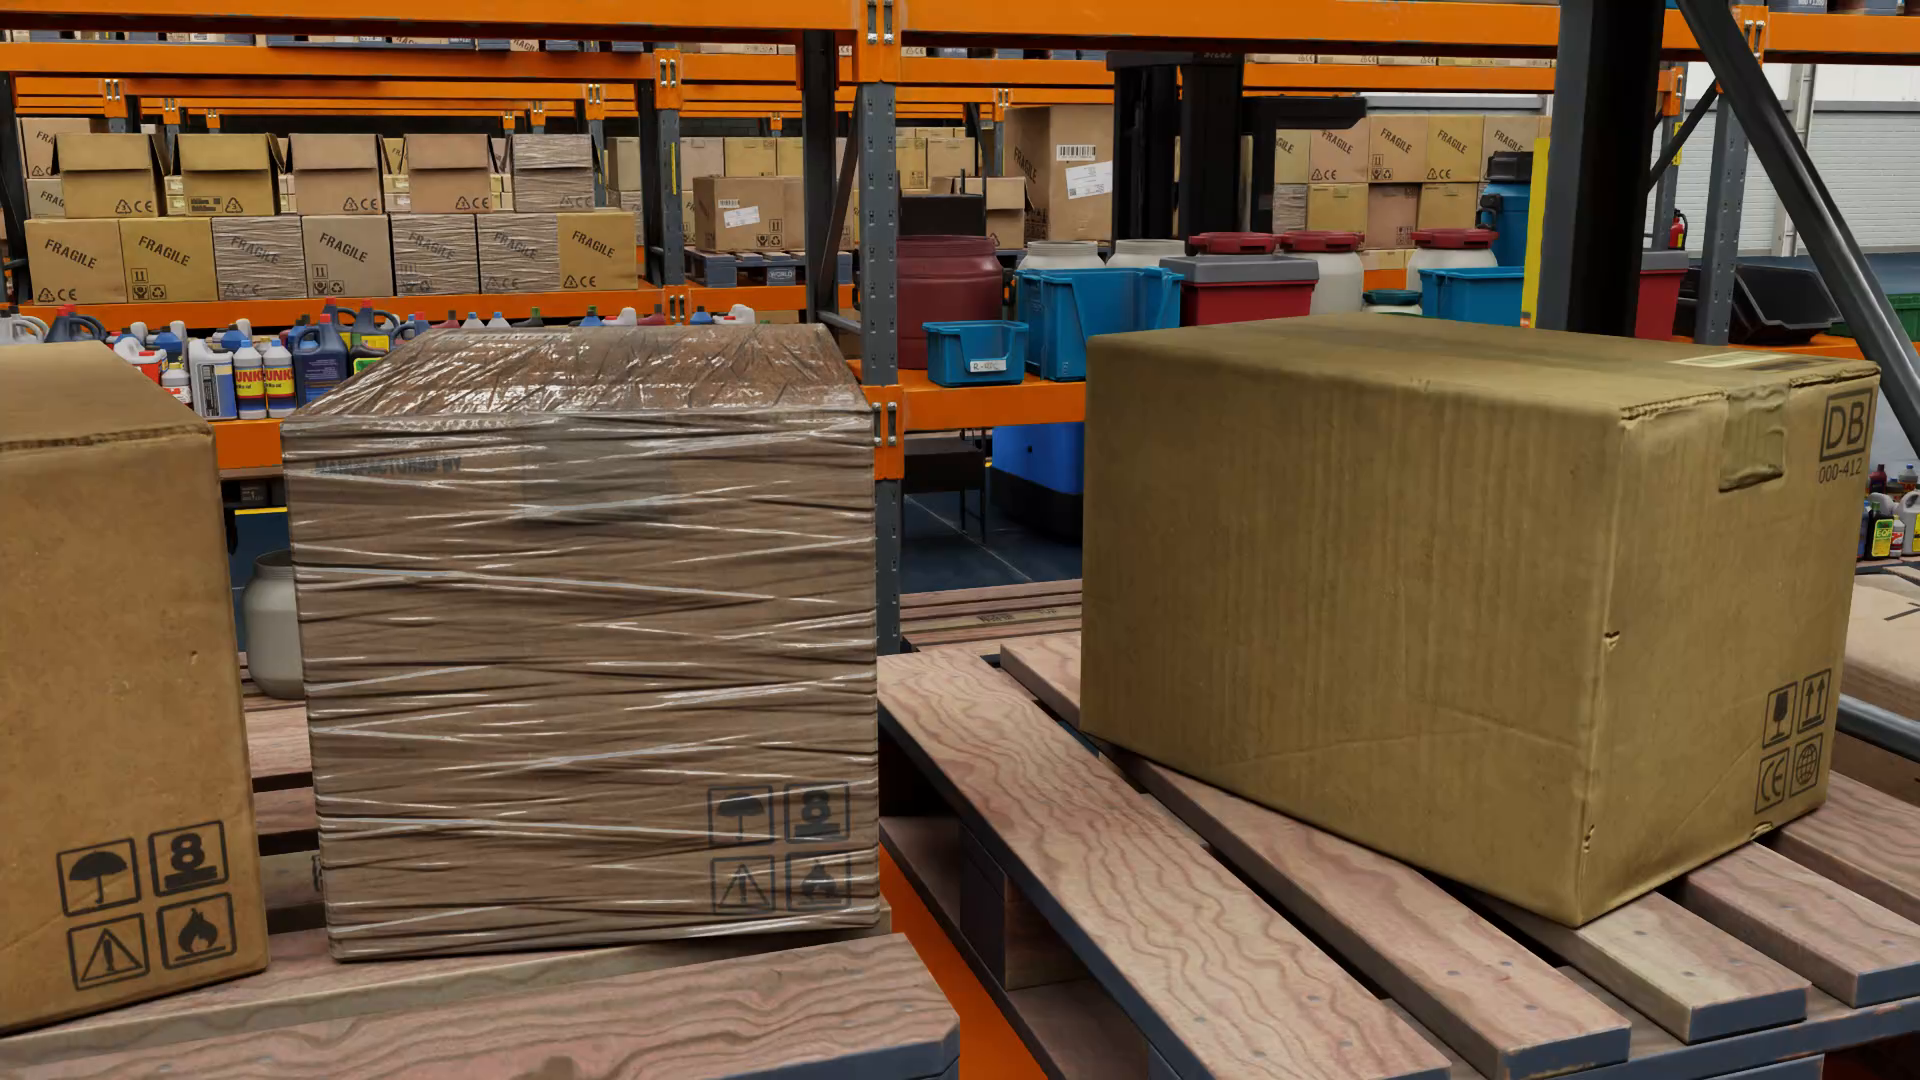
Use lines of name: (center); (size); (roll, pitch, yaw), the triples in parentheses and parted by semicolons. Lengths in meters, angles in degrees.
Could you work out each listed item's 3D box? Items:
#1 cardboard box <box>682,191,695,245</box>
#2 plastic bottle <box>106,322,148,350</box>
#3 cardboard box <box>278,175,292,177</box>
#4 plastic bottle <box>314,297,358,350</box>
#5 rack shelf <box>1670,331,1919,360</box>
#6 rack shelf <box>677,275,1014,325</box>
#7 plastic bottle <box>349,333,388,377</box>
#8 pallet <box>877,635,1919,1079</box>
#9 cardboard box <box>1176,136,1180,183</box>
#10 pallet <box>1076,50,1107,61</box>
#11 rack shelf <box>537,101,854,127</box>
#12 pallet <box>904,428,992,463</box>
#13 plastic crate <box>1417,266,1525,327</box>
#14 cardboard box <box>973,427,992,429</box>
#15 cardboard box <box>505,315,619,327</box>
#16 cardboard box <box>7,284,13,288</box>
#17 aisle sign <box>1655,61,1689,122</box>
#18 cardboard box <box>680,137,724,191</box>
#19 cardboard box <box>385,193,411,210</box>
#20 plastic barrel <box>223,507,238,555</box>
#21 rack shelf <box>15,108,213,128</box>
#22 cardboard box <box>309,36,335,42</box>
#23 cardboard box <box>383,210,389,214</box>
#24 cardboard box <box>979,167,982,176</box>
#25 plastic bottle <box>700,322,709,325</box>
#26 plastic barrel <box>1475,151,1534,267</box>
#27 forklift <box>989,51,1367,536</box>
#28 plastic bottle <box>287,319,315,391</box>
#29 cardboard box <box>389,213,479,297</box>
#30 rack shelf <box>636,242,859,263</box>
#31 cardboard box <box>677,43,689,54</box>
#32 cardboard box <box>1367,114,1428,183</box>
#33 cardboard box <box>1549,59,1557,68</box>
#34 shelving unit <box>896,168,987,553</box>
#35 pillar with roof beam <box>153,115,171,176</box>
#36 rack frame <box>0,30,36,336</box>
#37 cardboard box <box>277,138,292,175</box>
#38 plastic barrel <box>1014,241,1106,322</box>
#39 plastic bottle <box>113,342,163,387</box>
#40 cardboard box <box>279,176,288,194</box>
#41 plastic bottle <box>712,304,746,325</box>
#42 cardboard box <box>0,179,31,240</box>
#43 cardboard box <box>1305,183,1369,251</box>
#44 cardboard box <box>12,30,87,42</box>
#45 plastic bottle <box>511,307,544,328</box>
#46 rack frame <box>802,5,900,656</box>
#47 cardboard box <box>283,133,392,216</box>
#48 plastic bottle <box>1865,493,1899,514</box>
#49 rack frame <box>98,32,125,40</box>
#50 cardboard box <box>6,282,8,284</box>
cardboard box: (-2.530, -3.120, 16.060); (0.500, 0.500, 0.500); (-5, 14, -19)
plastic bottle: (-3.153, -0.686, 6.312); (0.135, 0.276, 0.152); (-4, 14, -18)
cardboard box: (-6.247, -3.266, 15.240); (0.250, 0.149, 0.380); (-5, 14, -18)
plastic bottle: (-2.437, -0.779, 6.542); (0.185, 0.351, 0.144); (-4, 14, -18)
rack shelf: (5.230, -0.970, 8.794); (4.000, 0.370, 1.077); (-4, 14, -18)
rack shelf: (-0.141, -1.761, 12.120); (4.000, 0.370, 1.077); (-4, 14, -18)
plastic bottle: (-2.089, -0.589, 5.890); (0.133, 0.283, 0.061); (-4, 14, -18)
pallet: (0.499, 0.368, 2.028); (1.003, 0.211, 1.213); (-4, 14, -18)
cardboard box: (2.169, -4.089, 17.693); (0.500, 0.550, 0.875); (-4, 14, -18)
pallet: (1.135, -3.605, 12.238); (1.003, 0.211, 1.213); (-4, 14, -18)
rack shelf: (-3.302, -5.394, 20.910); (4.000, 0.370, 1.077); (-4, 14, -18)
pallet: (-0.141, -0.754, 12.355); (1.213, 0.211, 1.003); (-4, 14, -18)
plastic crate: (2.388, -1.015, 7.463); (0.575, 0.384, 0.392); (-4, 14, -18)
cardboard box: (0.178, -1.144, 12.420); (0.500, 0.500, 0.700); (-6, 15, -23)
cardboard box: (-2.697, -1.088, 11.418); (0.875, 0.875, 1.225); (-5, 14, -21)
cardboard box: (-11.321, -2.645, 18.908); (0.875, 0.438, 0.875); (-4, 14, -17)
aisle sign: (5.700, -3.758, 13.340); (0.004, 0.787, 0.394); (-4, 14, -18)
cardboard box: (-2.615, -3.663, 16.182); (0.500, 0.500, 0.700); (-5, 14, -19)
cardboard box: (-5.068, -3.054, 14.991); (0.250, 0.149, 0.380); (-4, 14, -17)
plastic barrel: (-3.056, 0.146, 6.175); (0.708, 0.901, 0.600); (-4, 14, -18)
rack shelf: (-12.471, -5.892, 23.003); (4.000, 0.370, 1.077); (-4, 14, -18)
cardboard box: (-5.808, -4.563, 14.730); (0.637, 0.503, 0.797); (-5, 14, -19)
cardboard box: (-4.031, -1.922, 11.027); (0.500, 0.500, 0.500); (-4, 14, -18)
cardboard box: (0.048, -4.673, 21.949); (0.500, 0.500, 0.500); (-5, 14, -19)
plastic bottle: (-0.923, -0.680, 6.272); (0.133, 0.283, 0.061); (-4, 14, -18)
plastic barrel: (2.871, -1.454, 8.192); (0.708, 0.901, 0.600); (-4, 14, -18)
forklift: (1.738, -1.634, 10.178); (3.031, 2.935, 1.130); (-6, 15, -25)
plastic bottle: (-2.559, -0.722, 6.473); (0.097, 0.271, 0.097); (0, 13, 0)
cardboard box: (-3.391, -1.847, 10.709); (0.500, 0.500, 0.500); (-5, 14, -20)
rack shelf: (-1.627, -2.857, 16.724); (4.000, 0.370, 1.077); (-4, 14, -18)
cardboard box: (-1.664, -3.439, 11.460); (0.500, 0.250, 0.500); (-4, 14, -18)
cardboard box: (3.210, -2.990, 12.712); (0.500, 0.500, 0.500); (-4, 14, -18)
cardboard box: (4.697, -3.812, 13.027); (0.500, 0.250, 0.500); (-4, 14, -18)
shelving unit: (-0.157, -1.009, 9.348); (0.503, 2.100, 0.431); (-4, 14, -18)
pillar with roof beam: (-10.149, -7.051, 19.839); (0.400, 9.000, 9.100); (-4, 14, -18)
rack frame: (-5.828, -1.668, 10.175); (0.127, 3.000, 1.000); (-4, 14, -18)
cardboard box: (-8.006, -4.390, 19.240); (0.500, 0.500, 0.500); (-5, 14, -18)
plastic barrel: (0.450, -1.054, 7.352); (0.421, 0.512, 0.421); (0, 13, 0)
plastic bottle: (-2.810, -0.541, 5.702); (0.135, 0.276, 0.152); (-4, 14, -18)
cardboard box: (-6.050, -3.122, 14.634); (0.250, 0.149, 0.380); (-5, 14, -19)
plastic bottle: (-0.970, -0.856, 7.027); (0.135, 0.276, 0.152); (-4, 14, -18)
cardboard box: (-8.175, -2.821, 14.163); (0.500, 0.500, 0.500); (-5, 14, -20)
cardboard box: (2.686, -2.501, 12.816); (0.500, 0.500, 0.875); (-4, 14, -18)
cardboard box: (-7.670, -4.303, 14.014); (0.500, 0.250, 0.500); (-5, 14, -21)
plastic bottle: (-1.769, -0.808, 6.812); (0.133, 0.283, 0.061); (-4, 14, -18)
rack frame: (-0.457, -0.877, 6.849); (0.127, 3.000, 1.000); (-4, 14, -18)
cardboard box: (-3.987, -2.351, 10.663); (0.637, 0.503, 0.797); (-4, 14, -16)
plastic bottle: (4.742, -0.106, 8.542); (0.135, 0.276, 0.152); (-4, 14, -18)
rack frame: (-7.314, -5.682, 14.085); (0.127, 3.000, 1.000); (-4, 14, -18)
cardboard box: (-13.341, -3.500, 23.126); (0.250, 0.149, 0.380); (-5, 14, -20)
